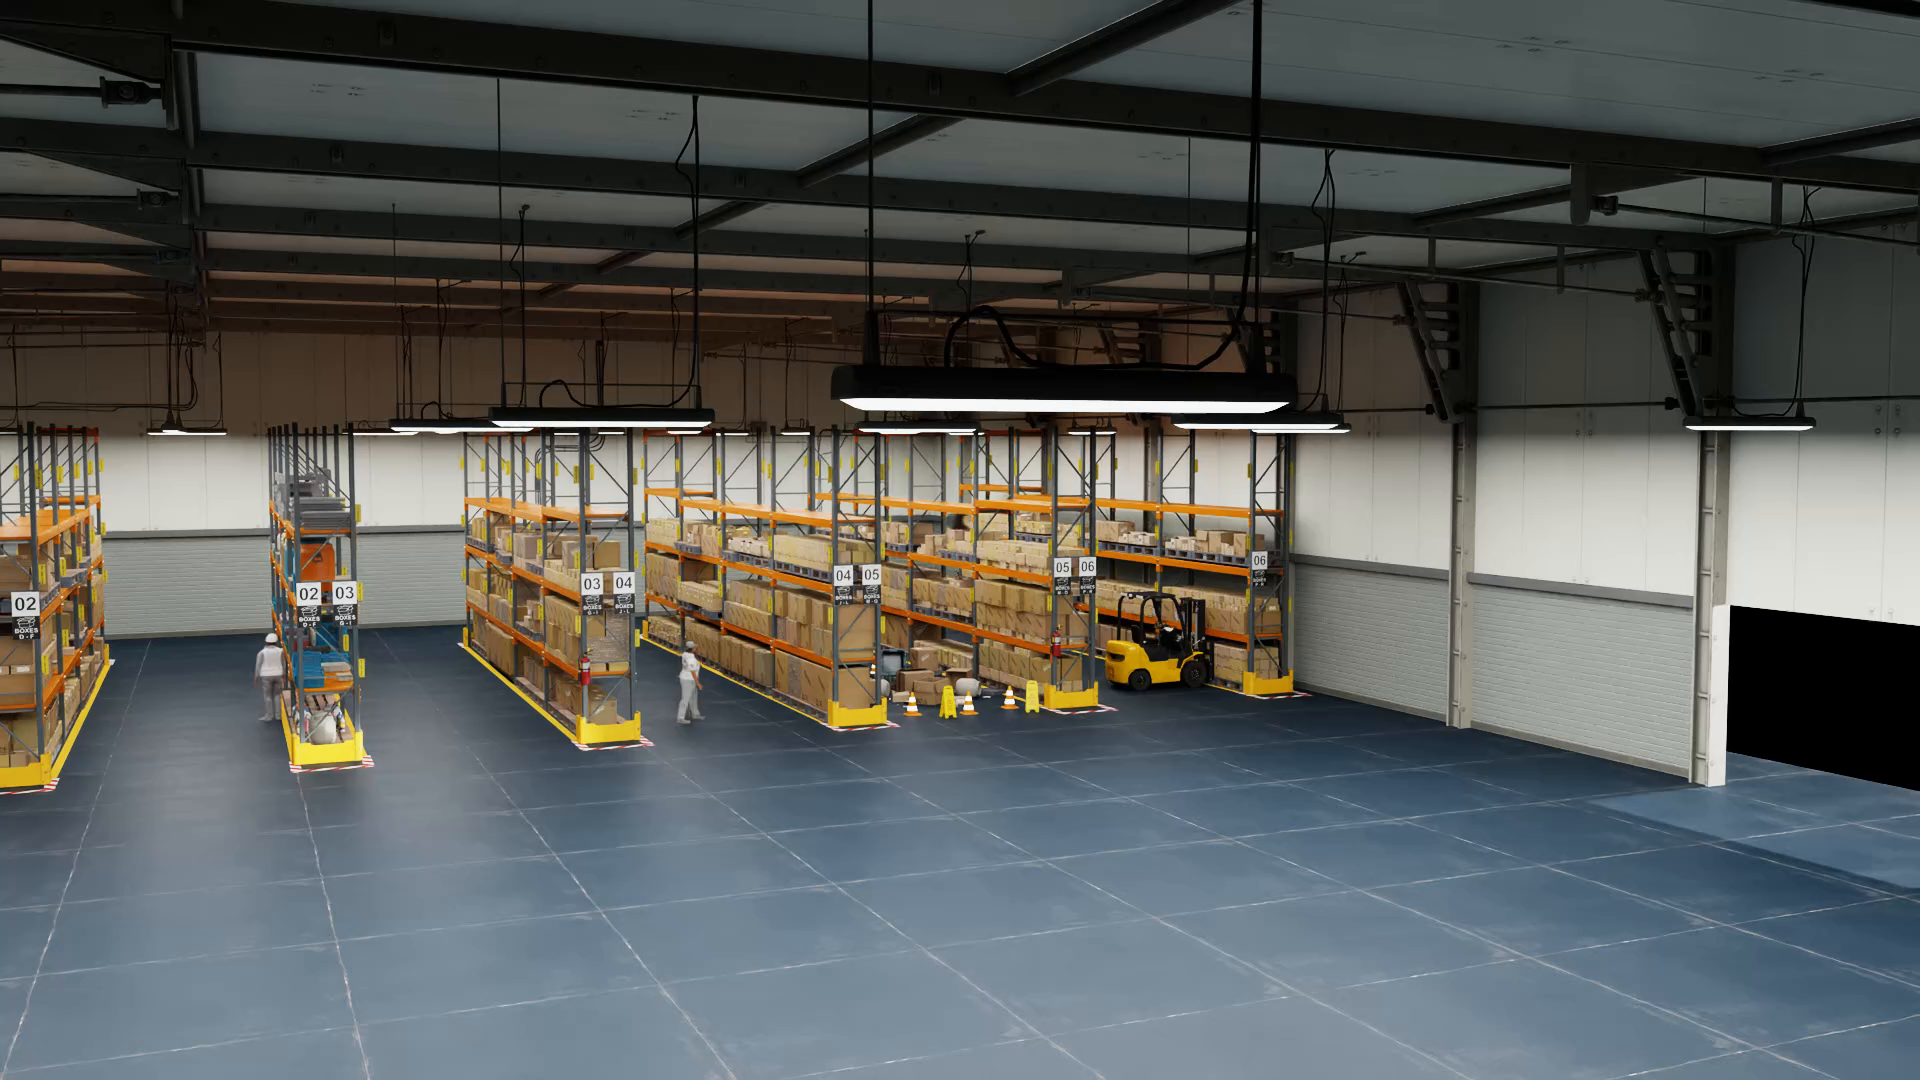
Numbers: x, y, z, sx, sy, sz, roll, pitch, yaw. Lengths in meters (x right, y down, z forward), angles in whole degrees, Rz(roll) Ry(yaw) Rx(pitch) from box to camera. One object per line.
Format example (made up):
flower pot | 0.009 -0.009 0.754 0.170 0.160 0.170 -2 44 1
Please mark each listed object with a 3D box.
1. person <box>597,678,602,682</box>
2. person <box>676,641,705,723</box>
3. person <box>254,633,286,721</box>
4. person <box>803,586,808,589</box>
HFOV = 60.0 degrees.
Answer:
person | -8.535 2.470 39.534 0.772 1.813 0.875 -1 4 -22
person | -5.440 2.853 33.574 0.602 1.659 0.711 -1 4 -12
person | -13.966 2.790 33.663 0.624 1.813 0.395 -3 5 -42
person | -4.617 1.805 50.991 0.473 1.696 0.525 1 4 15
